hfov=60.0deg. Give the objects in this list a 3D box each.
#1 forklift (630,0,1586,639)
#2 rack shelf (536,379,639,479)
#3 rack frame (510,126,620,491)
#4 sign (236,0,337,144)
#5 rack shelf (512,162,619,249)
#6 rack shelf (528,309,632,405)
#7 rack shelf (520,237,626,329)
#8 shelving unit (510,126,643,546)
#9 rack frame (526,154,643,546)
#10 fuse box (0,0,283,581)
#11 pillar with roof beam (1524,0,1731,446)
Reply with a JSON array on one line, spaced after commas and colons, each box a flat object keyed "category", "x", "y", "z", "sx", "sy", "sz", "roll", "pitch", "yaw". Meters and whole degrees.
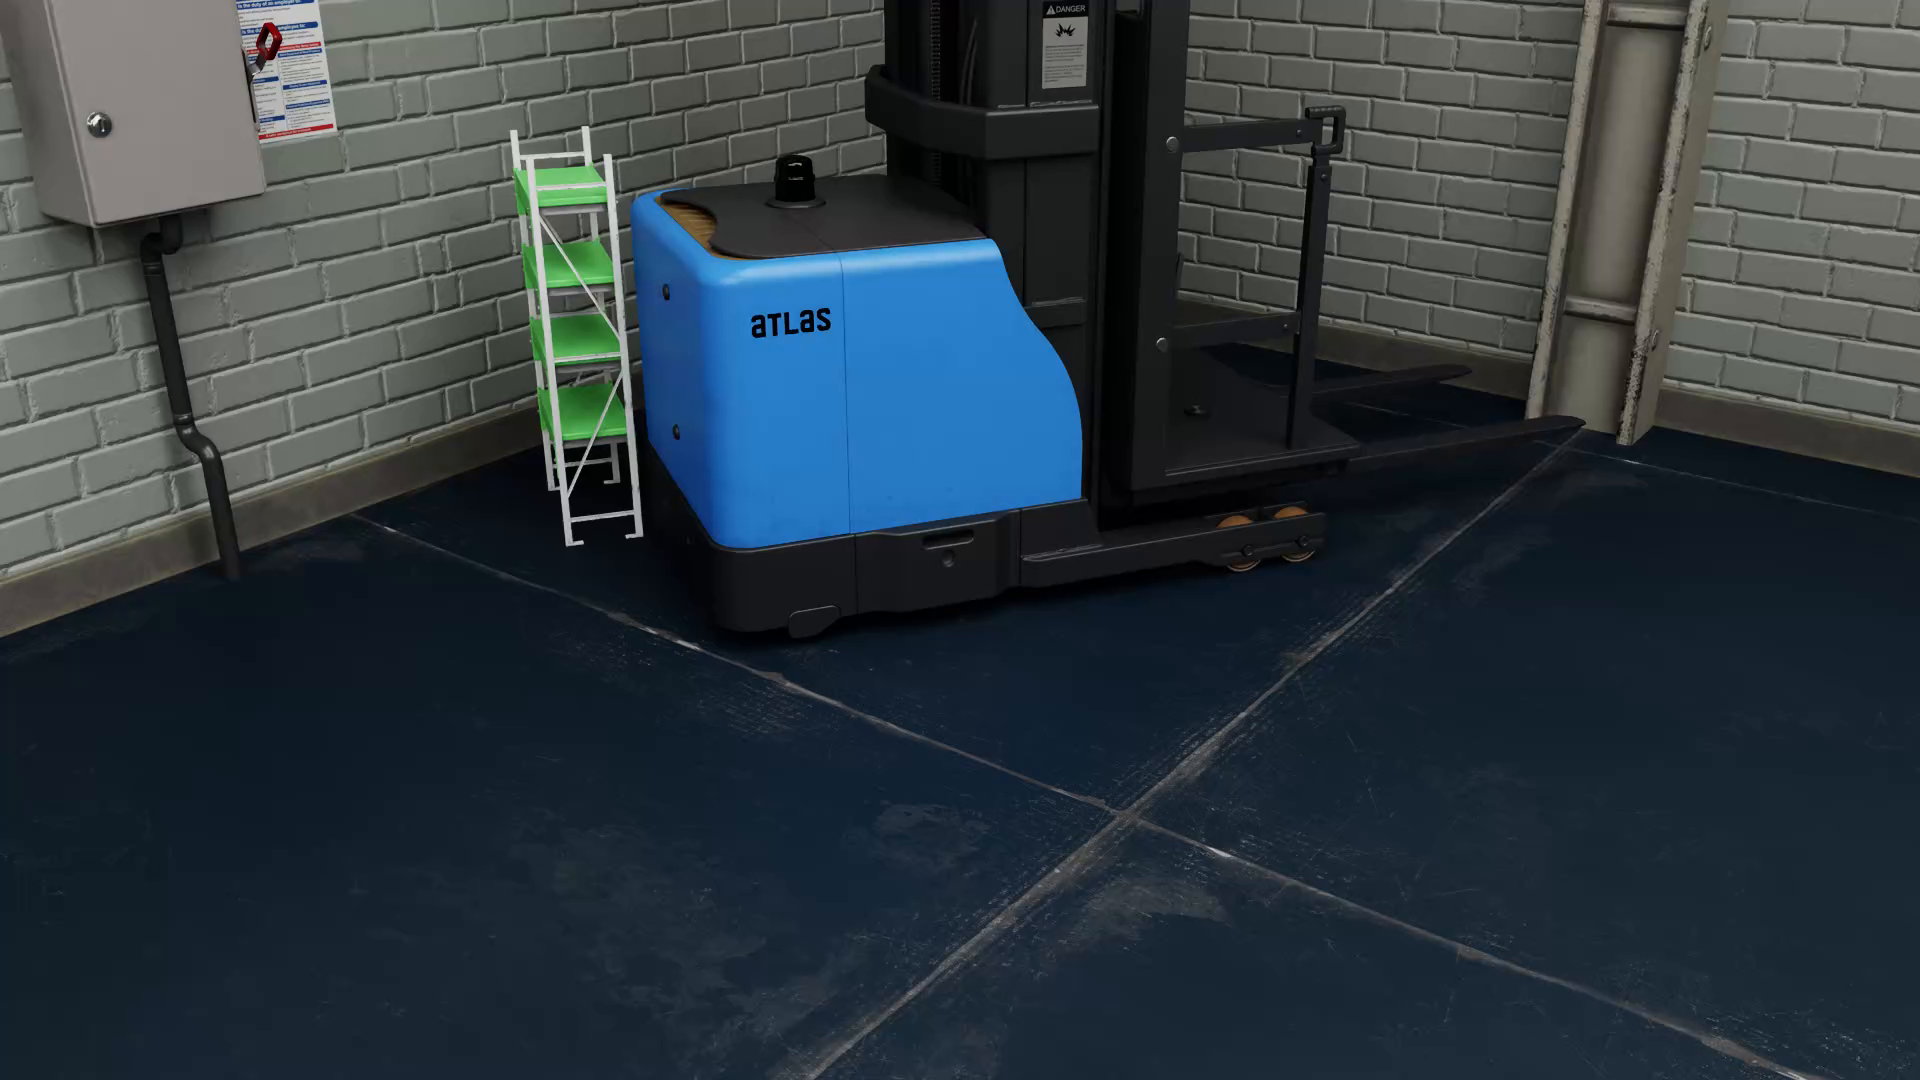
[{"category": "forklift", "x": 0.579, "y": -1.433, "z": 4.868, "sx": 3.031, "sy": 2.935, "sz": 1.130, "roll": -9, "pitch": 25, "yaw": -20}, {"category": "rack shelf", "x": -1.200, "y": -0.362, "z": 5.338, "sx": 0.258, "sy": 0.148, "sz": 0.480, "roll": -8, "pitch": 25, "yaw": -17}, {"category": "rack frame", "x": -1.280, "y": -0.734, "z": 5.427, "sx": 0.240, "sy": 1.200, "sz": 0.015, "roll": -8, "pitch": 25, "yaw": -17}, {"category": "sign", "x": -2.013, "y": -1.430, "z": 4.893, "sx": 0.001, "sy": 0.494, "sz": 0.329, "roll": 17, "pitch": 29, "yaw": 33}, {"category": "rack shelf", "x": -1.200, "y": -1.021, "z": 5.048, "sx": 0.258, "sy": 0.148, "sz": 0.480, "roll": -8, "pitch": 25, "yaw": -17}, {"category": "rack shelf", "x": -1.200, "y": -0.582, "z": 5.241, "sx": 0.258, "sy": 0.148, "sz": 0.480, "roll": -8, "pitch": 25, "yaw": -17}, {"category": "rack shelf", "x": -1.200, "y": -0.802, "z": 5.145, "sx": 0.258, "sy": 0.148, "sz": 0.480, "roll": -8, "pitch": 25, "yaw": -17}, {"category": "shelving unit", "x": -1.200, "y": -0.641, "z": 5.216, "sx": 0.258, "sy": 1.200, "sz": 0.503, "roll": -8, "pitch": 25, "yaw": -17}, {"category": "rack frame", "x": -1.121, "y": -0.548, "z": 5.005, "sx": 0.240, "sy": 1.200, "sz": 0.015, "roll": -8, "pitch": 25, "yaw": -17}, {"category": "fuse box", "x": -2.144, "y": -0.674, "z": 4.659, "sx": 0.414, "sy": 1.711, "sz": 0.539, "roll": 17, "pitch": 29, "yaw": 33}, {"category": "pillar with roof beam", "x": -0.219, "y": -3.167, "z": 1.278, "sx": 0.400, "sy": 9.000, "sz": 9.100, "roll": 17, "pitch": 29, "yaw": 33}]
